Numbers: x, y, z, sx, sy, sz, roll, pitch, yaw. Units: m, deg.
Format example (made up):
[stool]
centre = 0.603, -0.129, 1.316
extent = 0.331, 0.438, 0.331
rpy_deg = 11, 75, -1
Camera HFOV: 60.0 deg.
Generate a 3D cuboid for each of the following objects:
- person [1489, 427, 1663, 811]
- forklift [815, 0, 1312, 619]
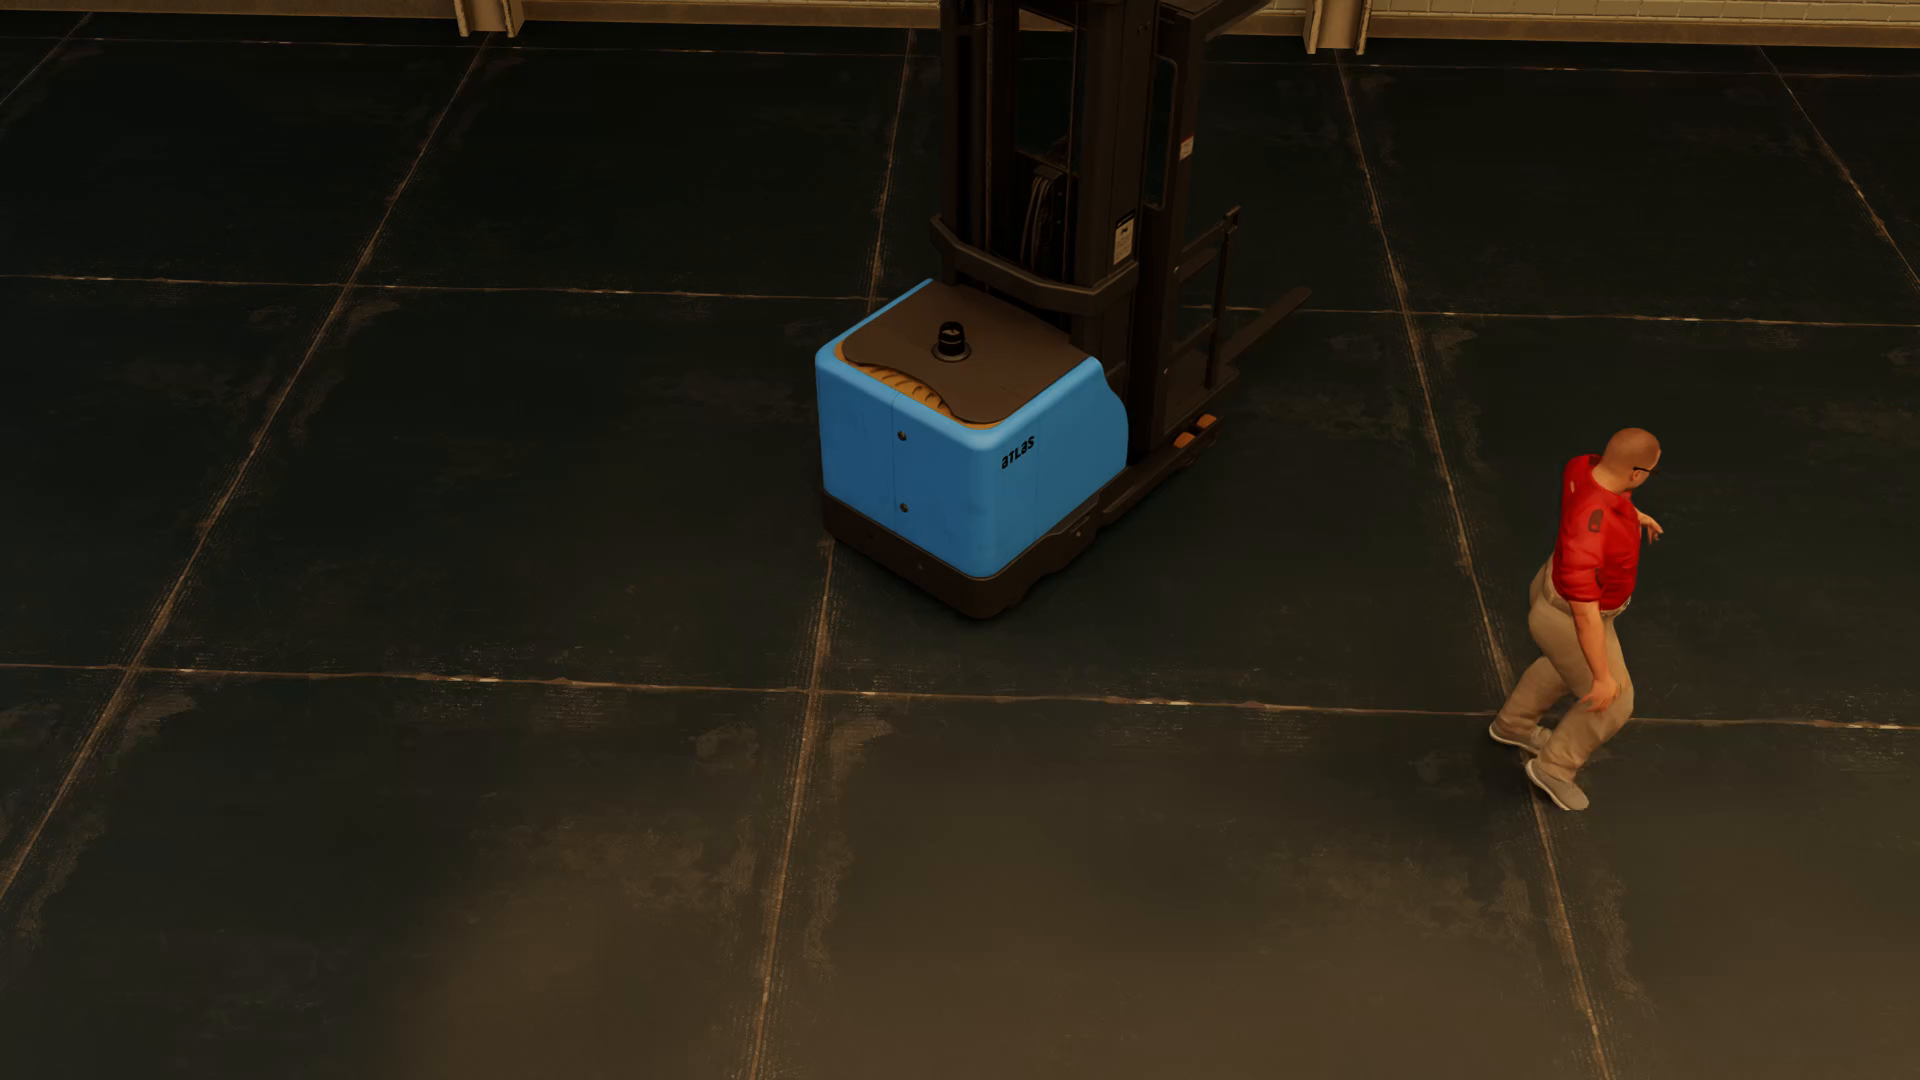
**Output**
[person]
centre = 2.416, 0.292, 6.382
extent = 0.464, 1.756, 0.923
rpy_deg = 13, 44, 13
[forklift]
centre = 0.688, -1.654, 7.554
extent = 1.130, 2.935, 3.031
rpy_deg = 30, 50, 29
